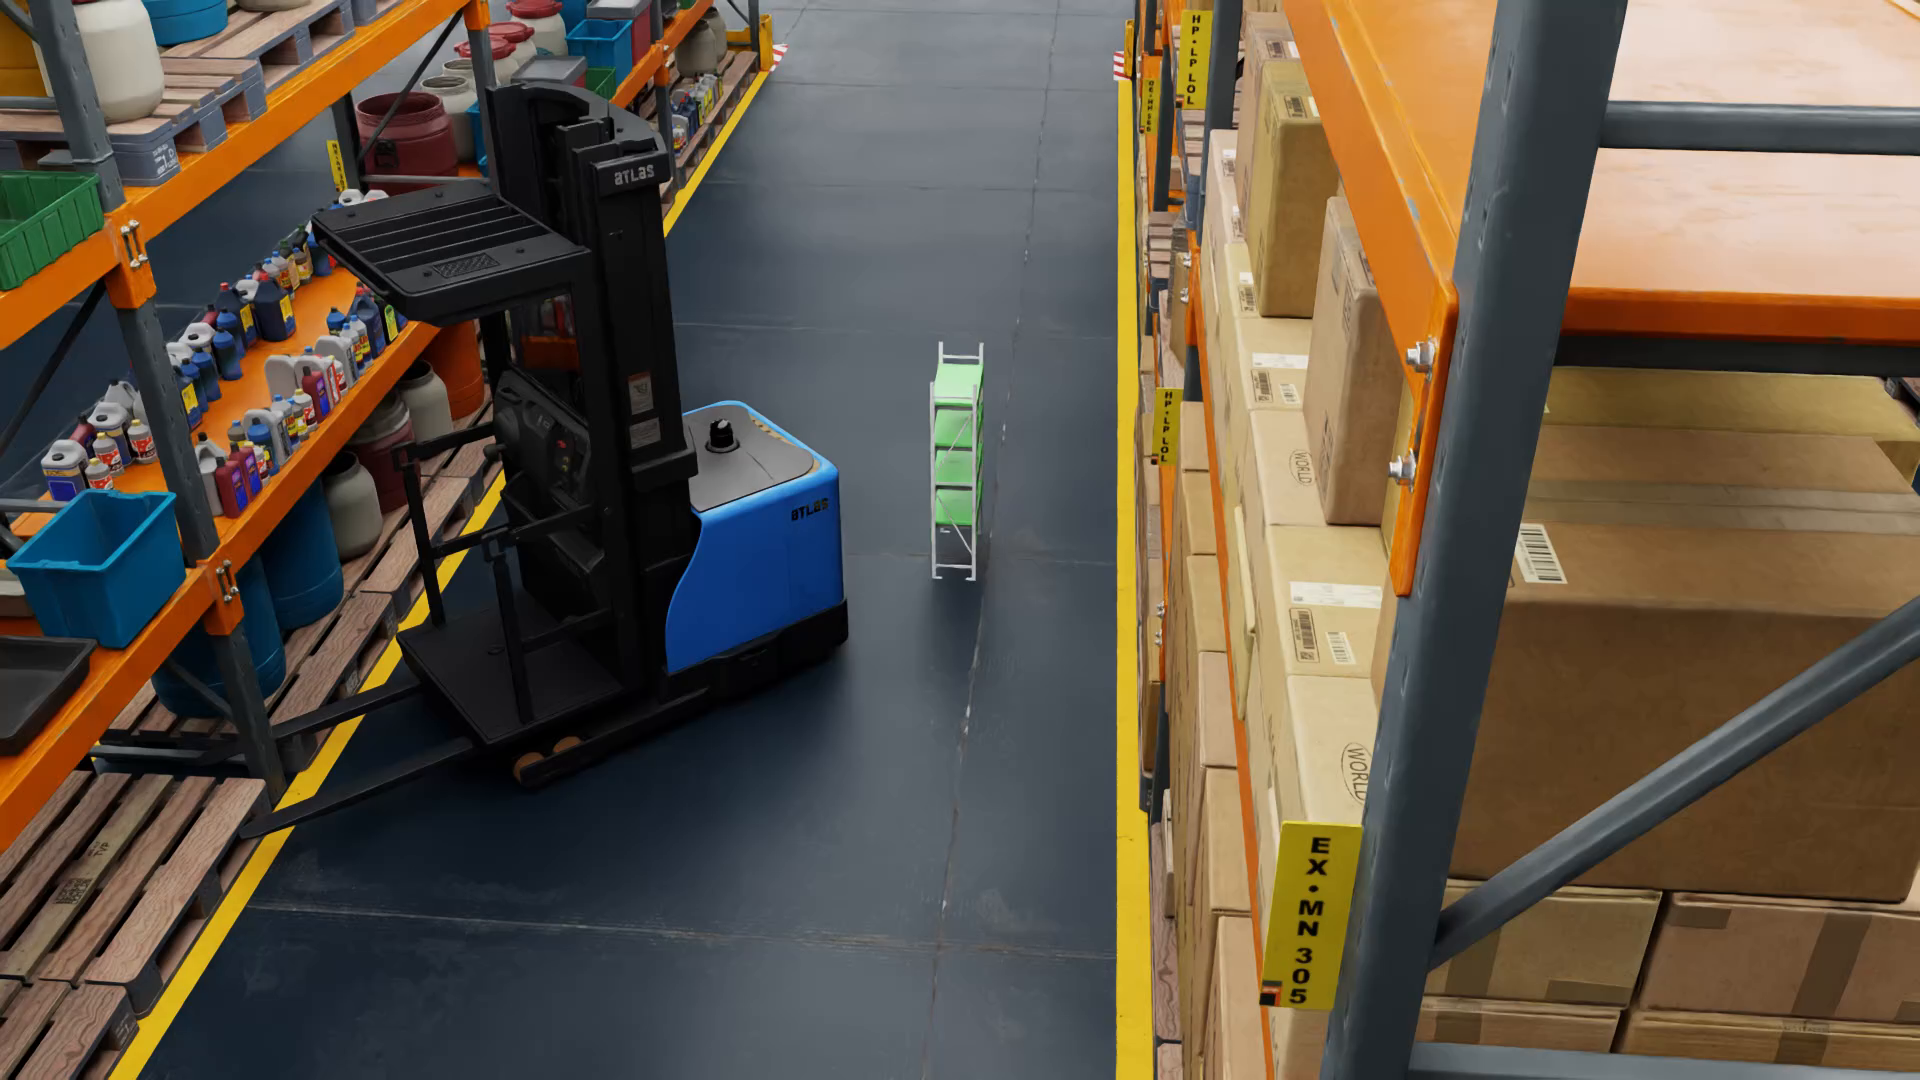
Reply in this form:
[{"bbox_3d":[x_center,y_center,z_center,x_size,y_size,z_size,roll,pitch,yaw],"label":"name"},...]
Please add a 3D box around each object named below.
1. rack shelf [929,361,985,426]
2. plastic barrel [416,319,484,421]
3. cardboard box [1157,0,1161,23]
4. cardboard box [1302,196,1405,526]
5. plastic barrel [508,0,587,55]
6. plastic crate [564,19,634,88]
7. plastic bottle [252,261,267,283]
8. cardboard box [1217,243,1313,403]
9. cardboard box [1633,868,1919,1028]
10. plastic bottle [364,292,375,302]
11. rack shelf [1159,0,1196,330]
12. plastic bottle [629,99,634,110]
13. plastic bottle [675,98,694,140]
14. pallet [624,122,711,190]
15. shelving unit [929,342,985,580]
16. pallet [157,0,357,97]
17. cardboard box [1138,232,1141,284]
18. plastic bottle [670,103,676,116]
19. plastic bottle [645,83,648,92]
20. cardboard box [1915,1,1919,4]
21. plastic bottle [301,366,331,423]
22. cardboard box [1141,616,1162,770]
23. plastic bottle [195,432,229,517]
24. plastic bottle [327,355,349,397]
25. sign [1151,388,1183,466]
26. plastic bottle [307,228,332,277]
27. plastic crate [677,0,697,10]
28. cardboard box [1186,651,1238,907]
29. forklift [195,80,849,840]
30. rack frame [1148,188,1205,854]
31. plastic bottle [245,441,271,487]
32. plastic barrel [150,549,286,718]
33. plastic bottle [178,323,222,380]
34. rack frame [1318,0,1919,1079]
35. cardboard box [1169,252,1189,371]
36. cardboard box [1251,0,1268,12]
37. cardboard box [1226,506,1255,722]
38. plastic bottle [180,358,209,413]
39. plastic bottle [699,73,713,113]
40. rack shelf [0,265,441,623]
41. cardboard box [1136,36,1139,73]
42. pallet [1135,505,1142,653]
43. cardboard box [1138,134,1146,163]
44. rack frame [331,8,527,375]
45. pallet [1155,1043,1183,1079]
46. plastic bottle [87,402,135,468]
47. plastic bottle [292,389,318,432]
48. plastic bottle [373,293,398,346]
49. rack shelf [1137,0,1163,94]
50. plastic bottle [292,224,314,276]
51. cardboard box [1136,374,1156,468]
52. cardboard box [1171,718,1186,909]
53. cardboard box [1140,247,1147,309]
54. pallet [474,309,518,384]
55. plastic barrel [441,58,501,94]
[{"bbox_3d":[-0.013,-0.778,8.857,0.258,0.148,0.480,2,32,4],"label":"rack shelf"},{"bbox_3d":[-3.302,-1.213,10.308,0.600,0.830,0.708,2,32,4],"label":"plastic barrel"},{"bbox_3d":[2.049,-4.644,14.111,0.700,0.500,0.500,2,32,3],"label":"cardboard box"},{"bbox_3d":[1.090,-0.357,3.342,0.700,0.500,0.500,2,32,4],"label":"cardboard box"},{"bbox_3d":[-3.287,-4.331,13.221,0.600,0.901,0.708,2,32,4],"label":"plastic barrel"},{"bbox_3d":[-2.734,-3.710,12.706,0.392,0.384,0.575,2,32,4],"label":"plastic crate"},{"bbox_3d":[-3.776,-1.351,8.974,0.061,0.283,0.133,2,32,4],"label":"plastic bottle"},{"bbox_3d":[0.953,-0.570,4.403,0.500,0.250,0.500,2,32,4],"label":"cardboard box"},{"bbox_3d":[1.307,0.498,2.670,0.500,0.250,0.500,2,32,4],"label":"cardboard box"},{"bbox_3d":[-3.067,-1.174,8.687,0.061,0.283,0.133,2,32,4],"label":"plastic bottle"},{"bbox_3d":[1.494,-1.926,7.624,1.077,0.370,4.000,2,32,4],"label":"rack shelf"},{"bbox_3d":[-3.042,-3.965,15.274,0.061,0.283,0.133,2,32,4],"label":"plastic bottle"},{"bbox_3d":[-2.474,-3.770,14.895,0.144,0.351,0.185,3,32,5],"label":"plastic bottle"},{"bbox_3d":[-2.858,-3.469,14.958,1.003,0.211,1.213,2,32,4],"label":"pallet"},{"bbox_3d":[-0.013,-0.424,9.075,0.258,1.200,0.503,2,32,4],"label":"shelving unit"},{"bbox_3d":[-3.549,-2.327,7.768,1.003,0.211,1.213,2,32,4],"label":"pallet"},{"bbox_3d":[1.578,-2.097,12.294,0.500,0.250,0.500,3,32,5],"label":"cardboard box"},{"bbox_3d":[-2.618,-3.777,14.905,0.144,0.351,0.185,2,32,4],"label":"plastic bottle"},{"bbox_3d":[-3.086,-4.489,16.137,0.097,0.271,0.097,0,32,0],"label":"plastic bottle"},{"bbox_3d":[6.792,-3.557,11.928,0.700,0.500,0.500,6,32,9],"label":"cardboard box"},{"bbox_3d":[-3.078,-0.712,7.937,0.061,0.283,0.133,2,32,4],"label":"plastic bottle"},{"bbox_3d":[1.086,0.697,7.504,0.500,0.500,0.500,2,32,4],"label":"cardboard box"},{"bbox_3d":[-3.250,-0.294,7.195,0.144,0.351,0.185,2,32,4],"label":"plastic bottle"},{"bbox_3d":[-3.076,-0.808,8.172,0.097,0.201,0.097,0,32,0],"label":"plastic bottle"},{"bbox_3d":[0.778,-0.425,6.256,0.100,0.325,0.005,2,32,4],"label":"sign"},{"bbox_3d":[-3.651,-1.644,9.461,0.097,0.271,0.097,0,32,0],"label":"plastic bottle"},{"bbox_3d":[-2.562,-4.914,14.847,0.450,0.188,0.662,2,32,4],"label":"plastic crate"},{"bbox_3d":[0.888,0.665,4.544,0.500,0.500,0.500,3,32,6],"label":"cardboard box"},{"bbox_3d":[-2.051,-0.414,7.408,3.031,2.935,1.130,-22,38,-31],"label":"forklift"},{"bbox_3d":[1.332,0.090,6.525,1.000,3.000,0.127,2,32,4],"label":"rack frame"},{"bbox_3d":[-3.148,-0.343,7.417,0.097,0.201,0.097,0,32,0],"label":"plastic bottle"},{"bbox_3d":[-3.544,0.307,7.772,0.600,0.901,0.708,2,32,4],"label":"plastic barrel"},{"bbox_3d":[-3.795,-0.937,8.309,0.152,0.276,0.135,2,32,4],"label":"plastic bottle"},{"bbox_3d":[1.009,-0.372,1.557,0.949,2.616,0.053,2,32,4],"label":"rack frame"},{"bbox_3d":[1.414,-1.058,7.892,0.700,0.500,0.500,-5,32,-9],"label":"cardboard box"},{"bbox_3d":[1.478,-2.061,6.566,0.600,0.600,0.600,2,32,3],"label":"cardboard box"},{"bbox_3d":[0.864,0.166,3.686,0.500,0.250,0.500,2,32,4],"label":"cardboard box"},{"bbox_3d":[-3.699,-0.748,8.007,0.097,0.271,0.097,0,32,0],"label":"plastic bottle"},{"bbox_3d":[-2.409,-4.189,15.574,0.144,0.351,0.185,4,32,6],"label":"plastic bottle"},{"bbox_3d":[-3.442,-0.863,8.757,1.077,0.370,4.000,2,32,4],"label":"rack shelf"},{"bbox_3d":[2.043,-4.922,16.878,0.500,0.250,0.500,2,32,4],"label":"cardboard box"},{"bbox_3d":[1.457,0.211,8.987,1.003,0.211,1.213,2,32,4],"label":"pallet"},{"bbox_3d":[1.701,-3.134,13.443,0.500,0.311,0.500,3,32,4],"label":"cardboard box"},{"bbox_3d":[-3.279,-2.215,10.265,1.000,3.000,0.127,2,32,4],"label":"rack frame"},{"bbox_3d":[1.178,2.276,5.636,1.003,0.211,1.213,2,32,4],"label":"pallet"},{"bbox_3d":[-3.865,-0.481,7.571,0.152,0.276,0.135,2,32,4],"label":"plastic bottle"},{"bbox_3d":[-3.105,-0.617,7.862,0.097,0.201,0.097,0,32,0],"label":"plastic bottle"},{"bbox_3d":[-3.006,-1.171,8.683,0.061,0.283,0.133,2,32,4],"label":"plastic bottle"},{"bbox_3d":[2.146,-4.833,15.198,1.077,0.370,4.000,2,32,4],"label":"rack shelf"},{"bbox_3d":[-3.731,-1.643,9.448,0.061,0.283,0.133,2,32,4],"label":"plastic bottle"},{"bbox_3d":[1.298,-0.625,9.648,0.500,0.500,0.500,1,32,2],"label":"cardboard box"},{"bbox_3d":[0.937,0.832,5.226,0.500,0.500,0.500,2,32,4],"label":"cardboard box"},{"bbox_3d":[1.490,-1.805,11.286,0.500,0.311,0.500,2,32,3],"label":"cardboard box"},{"bbox_3d":[-3.178,-1.431,11.651,1.003,0.211,1.213,2,32,4],"label":"pallet"},{"bbox_3d":[-3.374,-3.030,11.481,0.421,0.512,0.421,0,32,0],"label":"plastic barrel"}]
